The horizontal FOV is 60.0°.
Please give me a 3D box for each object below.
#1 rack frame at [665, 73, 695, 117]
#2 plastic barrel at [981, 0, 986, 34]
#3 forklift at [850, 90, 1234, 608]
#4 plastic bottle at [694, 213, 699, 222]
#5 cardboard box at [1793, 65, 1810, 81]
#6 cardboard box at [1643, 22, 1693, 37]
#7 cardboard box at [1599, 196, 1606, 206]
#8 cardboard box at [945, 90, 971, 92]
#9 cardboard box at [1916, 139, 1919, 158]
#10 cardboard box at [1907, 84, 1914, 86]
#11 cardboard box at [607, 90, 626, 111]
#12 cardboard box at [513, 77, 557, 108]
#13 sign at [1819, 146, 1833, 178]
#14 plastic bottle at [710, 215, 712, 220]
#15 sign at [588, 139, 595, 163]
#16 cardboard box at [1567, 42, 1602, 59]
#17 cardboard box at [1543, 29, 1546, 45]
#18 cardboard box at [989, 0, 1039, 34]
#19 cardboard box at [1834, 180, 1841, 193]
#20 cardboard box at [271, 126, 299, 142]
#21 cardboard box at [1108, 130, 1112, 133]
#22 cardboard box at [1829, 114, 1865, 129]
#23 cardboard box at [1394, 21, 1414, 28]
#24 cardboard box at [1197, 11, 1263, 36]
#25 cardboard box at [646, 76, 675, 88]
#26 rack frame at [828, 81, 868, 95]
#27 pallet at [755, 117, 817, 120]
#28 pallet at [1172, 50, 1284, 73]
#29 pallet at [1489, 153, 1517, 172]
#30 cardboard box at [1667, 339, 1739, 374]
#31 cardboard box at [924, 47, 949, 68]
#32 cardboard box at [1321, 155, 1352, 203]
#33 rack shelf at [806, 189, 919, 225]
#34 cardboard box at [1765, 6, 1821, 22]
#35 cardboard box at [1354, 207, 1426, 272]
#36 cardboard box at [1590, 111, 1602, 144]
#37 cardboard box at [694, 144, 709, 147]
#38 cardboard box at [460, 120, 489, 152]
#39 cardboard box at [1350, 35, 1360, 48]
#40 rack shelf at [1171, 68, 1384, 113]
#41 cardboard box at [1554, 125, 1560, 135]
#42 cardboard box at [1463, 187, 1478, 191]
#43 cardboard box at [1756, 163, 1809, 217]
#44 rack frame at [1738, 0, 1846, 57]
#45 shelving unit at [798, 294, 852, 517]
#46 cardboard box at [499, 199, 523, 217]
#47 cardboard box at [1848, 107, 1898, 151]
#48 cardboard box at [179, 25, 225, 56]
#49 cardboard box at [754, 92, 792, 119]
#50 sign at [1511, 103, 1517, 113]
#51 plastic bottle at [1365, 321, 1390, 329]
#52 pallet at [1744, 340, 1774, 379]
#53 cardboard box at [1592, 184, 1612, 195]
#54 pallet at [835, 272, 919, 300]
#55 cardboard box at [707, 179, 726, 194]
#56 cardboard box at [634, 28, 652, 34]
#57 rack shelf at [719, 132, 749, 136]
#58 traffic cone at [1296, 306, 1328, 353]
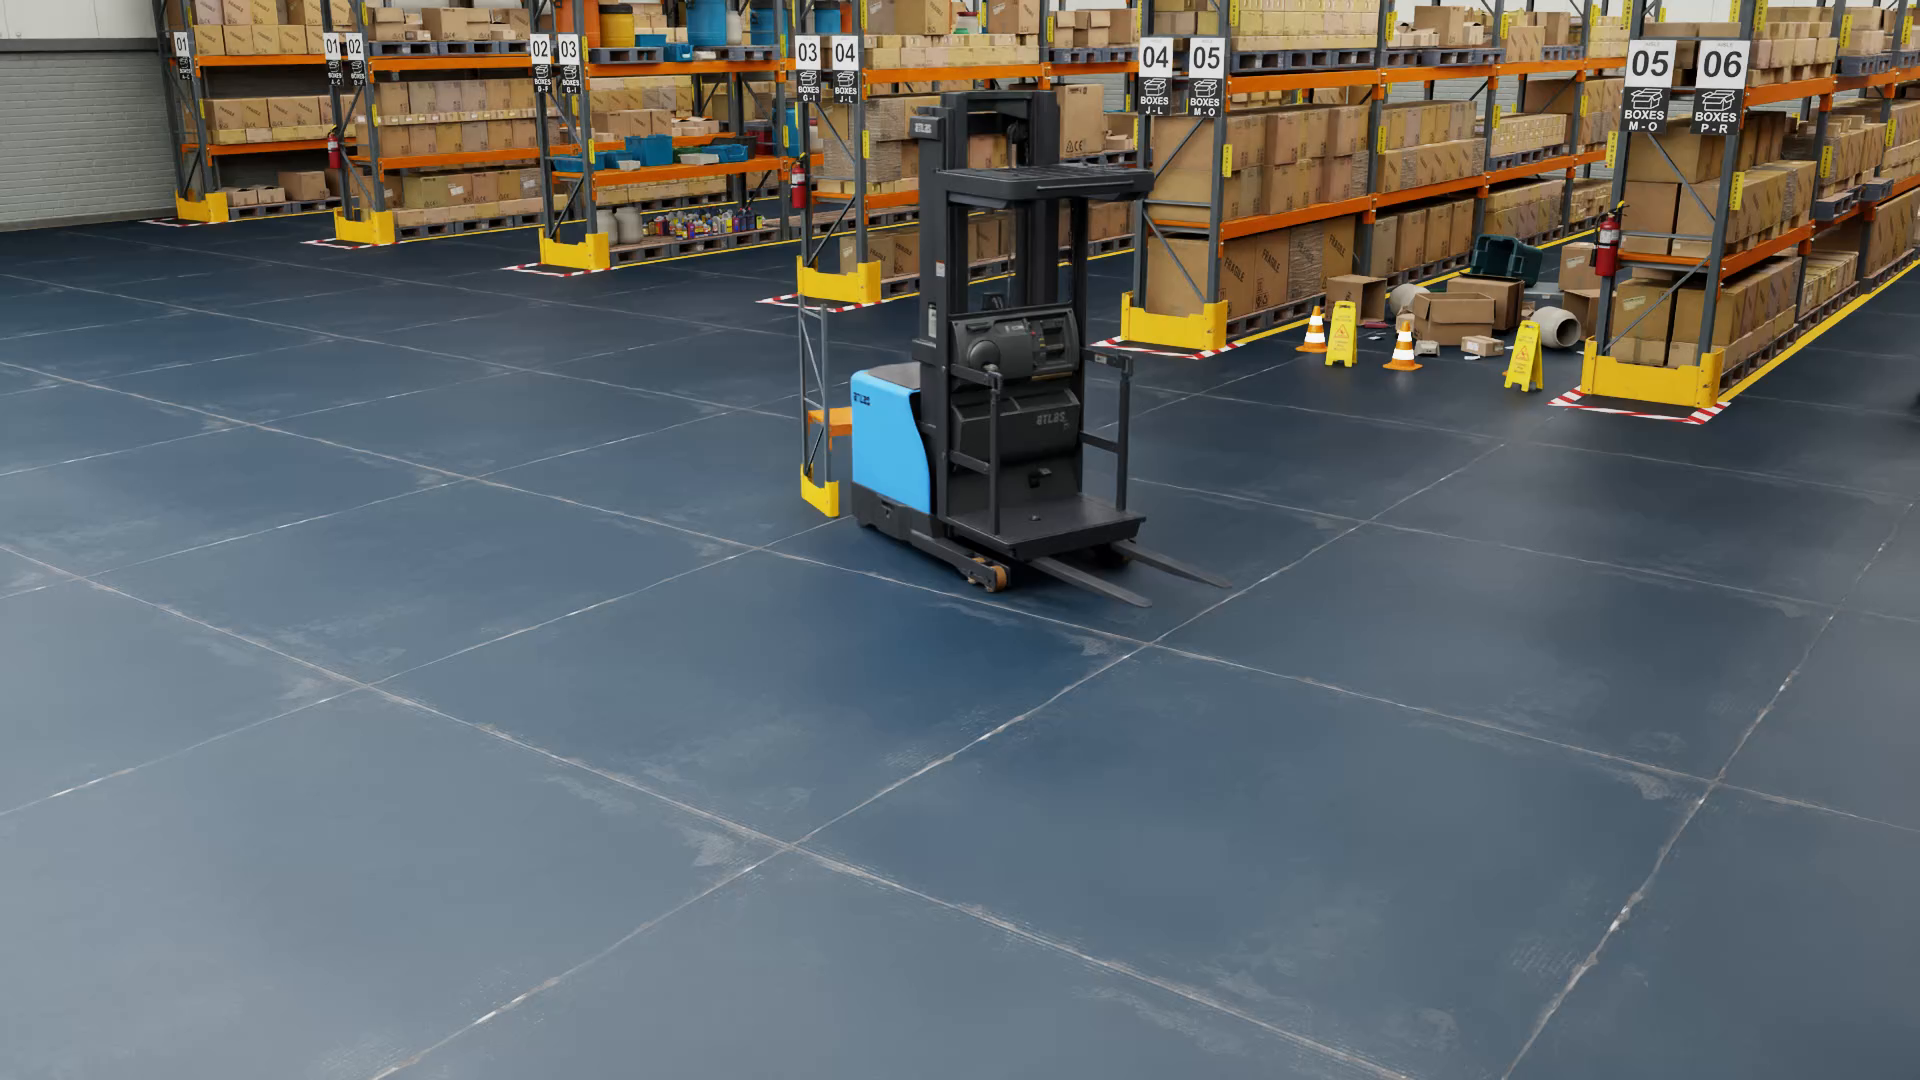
[{"bbox_3d":[-6.368,-9.981,38.328,1.000,3.000,0.127,12,21,35],"label":"rack frame"},{"bbox_3d":[0.694,-9.670,30.713,0.600,0.901,0.708,12,21,35],"label":"plastic barrel"},{"bbox_3d":[0.474,-1.239,10.293,1.130,2.935,3.031,-11,20,-32],"label":"forklift"},{"bbox_3d":[-4.163,-5.027,26.232,0.097,0.271,0.097,0,17,0],"label":"plastic bottle"},{"bbox_3d":[8.190,-4.640,16.493,0.380,0.149,0.250,13,22,36],"label":"cardboard box"},{"bbox_3d":[6.339,-4.572,14.931,0.380,0.149,0.250,13,21,35],"label":"cardboard box"},{"bbox_3d":[10.871,-5.835,28.572,0.380,0.149,0.250,13,21,35],"label":"cardboard box"},{"bbox_3d":[0.030,-5.936,22.944,0.500,0.500,0.500,12,21,35],"label":"cardboard box"},{"bbox_3d":[13.165,-5.503,23.317,0.500,0.250,0.500,13,22,36],"label":"cardboard box"},{"bbox_3d":[14.399,-6.924,25.533,0.380,0.149,0.250,12,21,35],"label":"cardboard box"},{"bbox_3d":[-7.641,-9.540,36.201,0.500,0.500,0.500,12,21,34],"label":"cardboard box"},{"bbox_3d":[-7.414,-7.762,28.825,0.700,0.500,0.500,13,21,35],"label":"cardboard box"},{"bbox_3d":[9.198,-4.018,17.666,0.100,0.325,0.005,12,21,35],"label":"sign"},{"bbox_3d":[-3.824,-4.892,25.777,0.061,0.283,0.133,12,21,35],"label":"plastic bottle"},{"bbox_3d":[-5.123,-5.407,23.129,0.100,0.325,0.005,12,21,35],"label":"sign"},{"bbox_3d":[9.977,-7.880,26.755,0.500,0.250,0.500,14,22,37],"label":"cardboard box"},{"bbox_3d":[8.796,-7.873,25.923,0.500,0.311,0.500,12,21,34],"label":"cardboard box"},{"bbox_3d":[0.736,-7.159,22.668,0.500,0.500,0.500,12,21,33],"label":"cardboard box"},{"bbox_3d":[9.791,-4.048,18.937,0.380,0.149,0.250,13,21,36],"label":"cardboard box"},{"bbox_3d":[-12.366,-7.368,30.131,0.500,0.250,0.500,12,21,34],"label":"cardboard box"},{"bbox_3d":[1.999,-6.173,25.610,0.500,0.250,0.500,12,21,33],"label":"cardboard box"},{"bbox_3d":[10.393,-4.912,19.532,0.380,0.149,0.250,11,20,32],"label":"cardboard box"},{"bbox_3d":[5.893,-6.765,22.188,0.500,0.311,0.500,12,21,34],"label":"cardboard box"},{"bbox_3d":[2.833,-5.418,17.449,0.500,0.250,0.500,12,21,35],"label":"cardboard box"},{"bbox_3d":[-6.754,-10.262,37.264,0.500,0.250,0.500,13,21,36],"label":"cardboard box"},{"bbox_3d":[-2.388,-9.107,35.512,1.000,3.000,0.127,12,21,35],"label":"rack frame"},{"bbox_3d":[-3.616,-8.527,33.967,1.003,0.211,1.213,12,21,35],"label":"pallet"},{"bbox_3d":[2.773,-5.166,17.912,1.003,0.211,1.213,12,21,35],"label":"pallet"},{"bbox_3d":[7.445,-5.599,24.540,1.213,0.211,1.003,12,21,35],"label":"pallet"},{"bbox_3d":[7.077,-1.777,15.836,0.500,0.250,0.500,12,21,34],"label":"cardboard box"},{"bbox_3d":[-0.489,-6.169,21.245,0.500,0.250,0.500,12,21,34],"label":"cardboard box"},{"bbox_3d":[4.203,-4.396,20.090,0.875,0.550,0.550,12,21,35],"label":"cardboard box"},{"bbox_3d":[-0.393,-4.630,22.309,1.077,0.370,4.000,12,21,35],"label":"rack shelf"},{"bbox_3d":[9.001,-5.660,18.055,0.500,0.250,0.500,13,21,36],"label":"cardboard box"},{"bbox_3d":[5.598,-4.069,22.373,1.050,0.750,0.750,12,21,35],"label":"cardboard box"},{"bbox_3d":[10.275,-6.837,27.533,0.500,0.500,0.500,12,21,35],"label":"cardboard box"},{"bbox_3d":[-5.840,-9.148,39.152,0.700,0.500,0.500,13,21,35],"label":"cardboard box"},{"bbox_3d":[-8.329,-6.775,27.833,0.700,0.500,0.500,13,22,36],"label":"cardboard box"},{"bbox_3d":[4.459,-5.845,19.498,0.380,0.149,0.250,13,21,35],"label":"cardboard box"},{"bbox_3d":[3.531,-5.162,18.964,1.077,0.370,4.000,12,21,35],"label":"rack shelf"},{"bbox_3d":[9.254,-6.485,26.283,0.380,0.149,0.250,13,21,35],"label":"cardboard box"},{"bbox_3d":[7.595,-5.199,25.169,0.500,0.250,0.500,13,21,35],"label":"cardboard box"},{"bbox_3d":[8.392,-3.615,17.157,0.500,0.500,0.500,13,22,37],"label":"cardboard box"},{"bbox_3d":[8.758,-6.564,17.208,1.000,3.000,0.127,12,21,35],"label":"rack frame"},{"bbox_3d":[-0.562,-1.025,12.015,1.083,1.500,0.587,-8,19,-24],"label":"shelving unit"},{"bbox_3d":[-7.847,-5.701,28.472,0.500,0.250,0.500,12,21,35],"label":"cardboard box"},{"bbox_3d":[11.632,-5.251,21.241,0.500,0.500,0.500,12,21,33],"label":"cardboard box"},{"bbox_3d":[-13.118,-8.649,28.776,0.500,0.500,0.500,13,22,36],"label":"cardboard box"},{"bbox_3d":[-3.788,-8.757,33.507,0.500,0.500,0.700,-15,23,-40],"label":"cardboard box"},{"bbox_3d":[9.049,-6.963,27.147,0.100,0.325,0.005,12,21,35],"label":"sign"},{"bbox_3d":[4.792,-2.466,19.082,0.283,0.061,0.133,5,18,16],"label":"plastic bottle"},{"bbox_3d":[7.660,-1.909,17.036,1.003,0.211,1.213,12,21,35],"label":"pallet"},{"bbox_3d":[11.192,-6.102,28.931,0.380,0.149,0.250,13,22,37],"label":"cardboard box"},{"bbox_3d":[-1.027,-3.371,21.743,1.003,0.211,1.213,12,21,35],"label":"pallet"},{"bbox_3d":[-4.889,-6.873,32.247,0.500,0.250,0.500,13,21,36],"label":"cardboard box"},{"bbox_3d":[-5.966,-9.208,30.323,0.500,0.250,0.500,10,20,30],"label":"cardboard box"},{"bbox_3d":[-3.579,-8.287,34.085,1.077,0.370,4.000,12,21,35],"label":"rack shelf"},{"bbox_3d":[3.796,-2.261,17.744,0.336,0.463,0.334,12,21,35],"label":"traffic cone"}]
